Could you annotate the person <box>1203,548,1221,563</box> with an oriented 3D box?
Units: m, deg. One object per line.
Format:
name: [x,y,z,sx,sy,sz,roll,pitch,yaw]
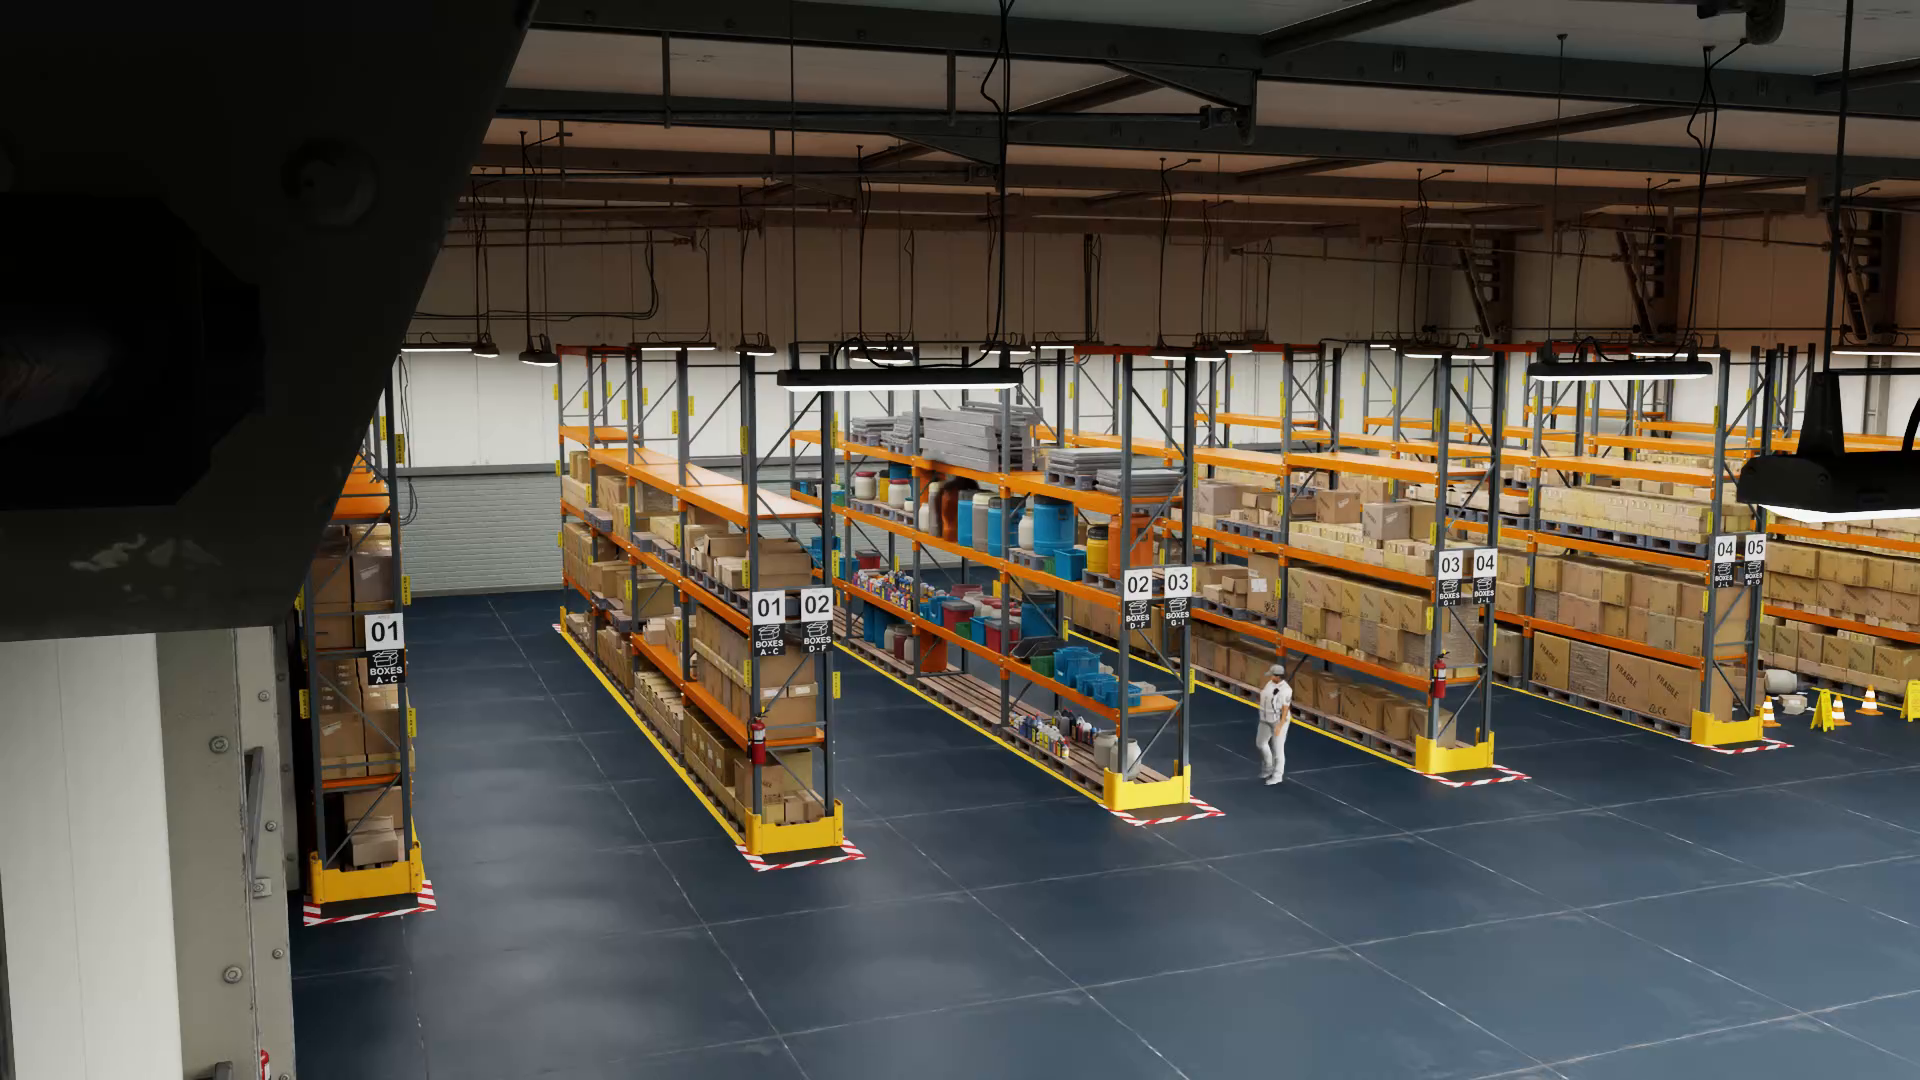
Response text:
person: [6.542,-0.014,43.109,0.621,1.737,0.833,6,9,38]

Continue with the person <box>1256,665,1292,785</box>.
person: [4.363,2.586,23.313,0.440,1.729,0.598,-5,9,-35]
